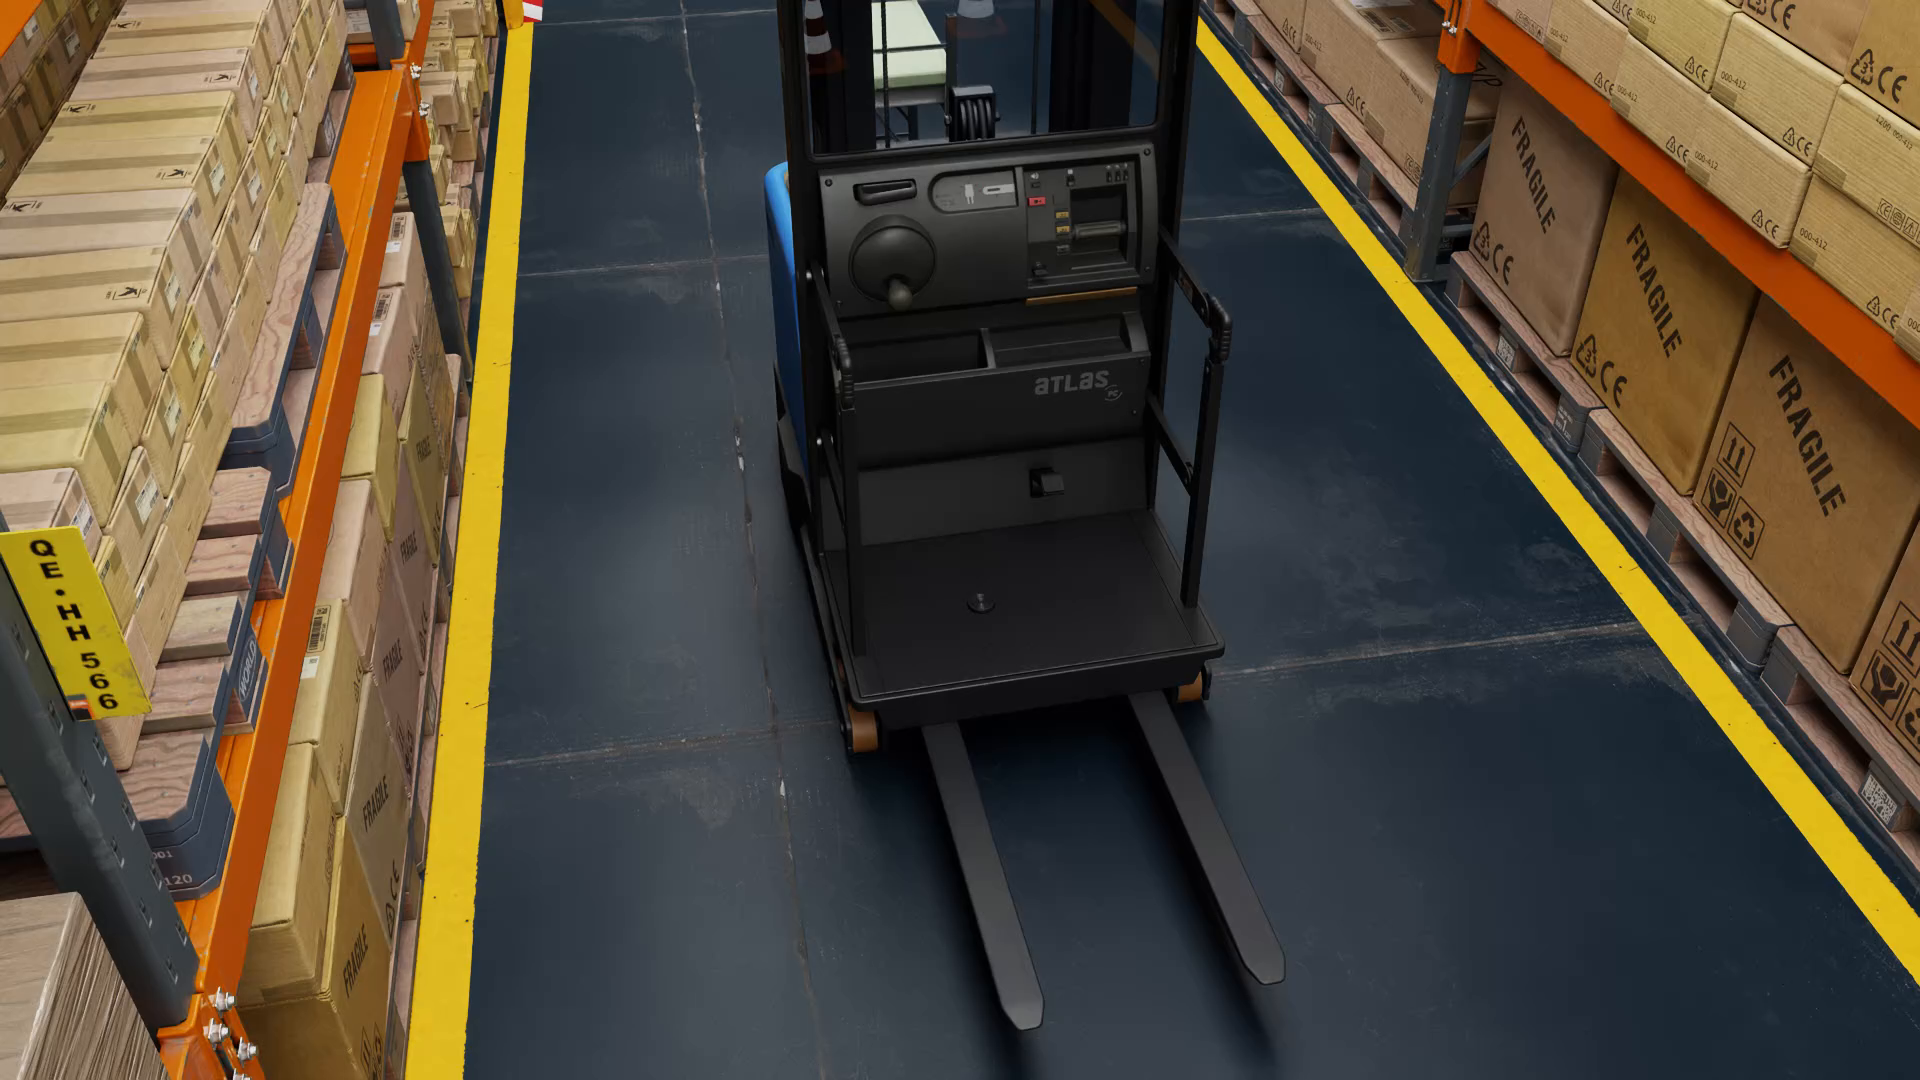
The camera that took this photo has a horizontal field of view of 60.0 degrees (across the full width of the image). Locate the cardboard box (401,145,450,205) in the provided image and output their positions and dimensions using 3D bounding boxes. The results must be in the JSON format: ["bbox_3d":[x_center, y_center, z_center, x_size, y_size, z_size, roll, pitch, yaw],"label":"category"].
[{"bbox_3d":[-2.268,-1.459,6.679,0.380,0.149,0.250,-4,38,-6],"label":"cardboard box"}]

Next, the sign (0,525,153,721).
[{"bbox_3d":[-1.174,0.116,2.212,0.100,0.325,0.005,-6,38,-8],"label":"sign"}]

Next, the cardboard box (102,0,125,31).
[{"bbox_3d":[-2.805,-1.560,5.176,0.380,0.149,0.250,-8,39,-10],"label":"cardboard box"}]

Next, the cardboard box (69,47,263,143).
[{"bbox_3d":[-1.931,-1.074,4.064,0.380,0.149,0.250,-8,39,-10],"label":"cardboard box"}]

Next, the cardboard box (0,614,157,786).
[{"bbox_3d":[-1.600,0.277,2.811,0.380,0.149,0.250,-7,38,-9],"label":"cardboard box"}]

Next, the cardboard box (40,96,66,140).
[{"bbox_3d":[-2.668,-1.090,4.571,0.380,0.149,0.250,-6,38,-7],"label":"cardboard box"}]

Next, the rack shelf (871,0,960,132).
[{"bbox_3d":[-0.287,-1.671,6.043,0.431,0.370,0.720,-8,38,-10],"label":"rack shelf"}]

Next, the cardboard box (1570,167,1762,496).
[{"bbox_3d":[2.788,-0.790,5.712,0.875,0.875,0.875,-5,38,-7],"label":"cardboard box"}]

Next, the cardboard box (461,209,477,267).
[{"bbox_3d":[-2.215,-1.236,6.877,0.380,0.149,0.250,-5,38,-7],"label":"cardboard box"}]

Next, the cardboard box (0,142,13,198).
[{"bbox_3d":[-2.570,-0.886,4.065,0.380,0.149,0.250,-7,38,-9],"label":"cardboard box"}]

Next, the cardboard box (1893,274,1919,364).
[{"bbox_3d":[2.686,-0.483,4.050,0.500,0.250,0.500,-6,38,-7],"label":"cardboard box"}]

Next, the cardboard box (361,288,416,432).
[{"bbox_3d":[-1.965,-0.521,5.060,0.500,0.250,0.500,-5,38,-6],"label":"cardboard box"}]

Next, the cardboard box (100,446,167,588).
[{"bbox_3d":[-1.657,-0.026,2.959,0.380,0.149,0.250,-4,38,-6],"label":"cardboard box"}]

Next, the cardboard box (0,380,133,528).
[{"bbox_3d":[-1.660,-0.128,2.848,0.380,0.149,0.250,-7,38,-9],"label":"cardboard box"}]

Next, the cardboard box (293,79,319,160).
[{"bbox_3d":[-2.025,-1.170,4.673,0.380,0.149,0.250,-8,39,-10],"label":"cardboard box"}]

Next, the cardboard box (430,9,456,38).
[{"bbox_3d":[-2.600,-2.388,7.875,0.380,0.149,0.250,-7,38,-9],"label":"cardboard box"}]

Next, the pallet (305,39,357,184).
[{"bbox_3d":[-2.430,-1.228,5.042,1.003,0.211,1.213,-6,38,-8],"label":"pallet"}]

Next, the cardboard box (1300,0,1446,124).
[{"bbox_3d":[2.273,-2.460,8.217,0.875,0.438,0.875,-7,38,-9],"label":"cardboard box"}]

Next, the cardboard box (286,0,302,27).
[{"bbox_3d":[-2.067,-1.542,4.668,0.380,0.149,0.250,-7,38,-9],"label":"cardboard box"}]

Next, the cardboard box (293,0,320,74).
[{"bbox_3d":[-2.069,-1.437,4.774,0.380,0.149,0.250,-5,38,-6],"label":"cardboard box"}]

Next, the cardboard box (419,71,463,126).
[{"bbox_3d":[-2.393,-1.924,7.278,0.380,0.149,0.250,-5,38,-7],"label":"cardboard box"}]

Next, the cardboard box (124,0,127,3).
[{"bbox_3d":[-2.784,-2.200,5.812,0.500,0.500,0.500,-6,38,-8],"label":"cardboard box"}]

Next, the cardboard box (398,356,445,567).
[{"bbox_3d":[-1.954,-0.230,5.296,0.500,0.500,0.500,-7,38,-9],"label":"cardboard box"}]

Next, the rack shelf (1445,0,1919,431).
[{"bbox_3d":[2.785,-0.882,5.027,1.077,0.370,4.000,-6,38,-8],"label":"rack shelf"}]

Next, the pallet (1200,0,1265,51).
[{"bbox_3d":[1.950,-3.214,9.716,1.003,0.211,1.213,-6,38,-8],"label":"pallet"}]

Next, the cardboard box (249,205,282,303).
[{"bbox_3d":[-1.878,-0.681,4.044,0.380,0.149,0.250,-7,38,-9],"label":"cardboard box"}]

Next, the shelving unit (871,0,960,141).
[{"bbox_3d":[-0.287,-1.363,6.282,0.431,1.500,0.755,-8,38,-10],"label":"shelving unit"}]

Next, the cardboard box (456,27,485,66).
[{"bbox_3d":[-2.553,-2.441,8.186,0.380,0.149,0.250,-6,38,-7],"label":"cardboard box"}]

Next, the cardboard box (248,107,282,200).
[{"bbox_3d":[-1.922,-0.950,4.148,0.380,0.149,0.250,-6,38,-8],"label":"cardboard box"}]

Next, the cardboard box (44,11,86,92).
[{"bbox_3d":[-2.712,-1.365,4.682,0.380,0.149,0.250,-5,38,-7],"label":"cardboard box"}]

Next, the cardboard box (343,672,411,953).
[{"bbox_3d":[-1.684,0.699,4.101,0.500,0.500,0.500,-6,38,-7],"label":"cardboard box"}]

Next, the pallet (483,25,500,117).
[{"bbox_3d":[-3.002,-2.555,8.867,1.003,0.211,1.213,-6,38,-8],"label":"pallet"}]

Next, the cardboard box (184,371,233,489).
[{"bbox_3d":[-1.743,-0.211,3.439,0.380,0.149,0.250,-5,38,-6],"label":"cardboard box"}]

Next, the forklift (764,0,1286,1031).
[{"bbox_3d":[0.135,-0.780,4.366,1.130,2.935,3.031,-8,39,-10],"label":"forklift"}]

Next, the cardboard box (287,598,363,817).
[{"bbox_3d":[-1.691,0.412,3.859,0.500,0.250,0.500,-7,38,-9],"label":"cardboard box"}]

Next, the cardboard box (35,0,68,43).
[{"bbox_3d":[-2.708,-1.472,4.577,0.380,0.149,0.250,-6,38,-8],"label":"cardboard box"}]

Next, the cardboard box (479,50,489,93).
[{"bbox_3d":[-2.556,-2.333,8.290,0.380,0.149,0.250,-8,39,-10],"label":"cardboard box"}]

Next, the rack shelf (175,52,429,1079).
[{"bbox_3d":[-2.071,-0.289,4.263,1.077,0.370,4.000,-6,38,-8],"label":"rack shelf"}]

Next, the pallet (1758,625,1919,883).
[{"bbox_3d":[3.072,0.659,4.730,1.003,0.211,1.213,-6,38,-8],"label":"pallet"}]

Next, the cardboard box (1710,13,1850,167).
[{"bbox_3d":[2.506,-1.292,4.682,0.500,0.250,0.500,-7,38,-9],"label":"cardboard box"}]

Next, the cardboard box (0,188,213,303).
[{"bbox_3d":[-1.794,-0.600,3.455,0.380,0.149,0.250,-5,38,-6],"label":"cardboard box"}]

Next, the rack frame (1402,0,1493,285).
[{"bbox_3d":[2.434,-2.374,6.361,1.000,3.000,0.127,-6,38,-8],"label":"rack frame"}]

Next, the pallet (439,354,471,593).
[{"bbox_3d":[-2.283,-0.210,5.848,1.003,0.211,1.213,-6,38,-8],"label":"pallet"}]

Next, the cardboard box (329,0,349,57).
[{"bbox_3d":[-2.157,-1.629,5.264,0.380,0.149,0.250,-7,38,-9],"label":"cardboard box"}]

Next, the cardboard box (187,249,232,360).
[{"bbox_3d":[-1.794,-0.490,3.555,0.380,0.149,0.250,-6,38,-8],"label":"cardboard box"}]

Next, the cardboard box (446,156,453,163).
[{"bbox_3d":[-2.485,-1.687,7.458,0.380,0.149,0.250,-8,39,-10],"label":"cardboard box"}]

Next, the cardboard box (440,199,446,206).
[{"bbox_3d":[-2.302,-1.335,6.762,0.380,0.149,0.250,-6,38,-8],"label":"cardboard box"}]

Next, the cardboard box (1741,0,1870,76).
[{"bbox_3d":[2.527,-1.593,4.459,0.500,0.500,0.500,-7,38,-9],"label":"cardboard box"}]

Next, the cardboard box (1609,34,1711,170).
[{"bbox_3d":[2.418,-1.397,5.226,0.500,0.250,0.500,-7,38,-8],"label":"cardboard box"}]

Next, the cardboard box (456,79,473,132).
[{"bbox_3d":[-2.432,-1.969,7.579,0.380,0.149,0.250,-7,38,-8],"label":"cardboard box"}]
